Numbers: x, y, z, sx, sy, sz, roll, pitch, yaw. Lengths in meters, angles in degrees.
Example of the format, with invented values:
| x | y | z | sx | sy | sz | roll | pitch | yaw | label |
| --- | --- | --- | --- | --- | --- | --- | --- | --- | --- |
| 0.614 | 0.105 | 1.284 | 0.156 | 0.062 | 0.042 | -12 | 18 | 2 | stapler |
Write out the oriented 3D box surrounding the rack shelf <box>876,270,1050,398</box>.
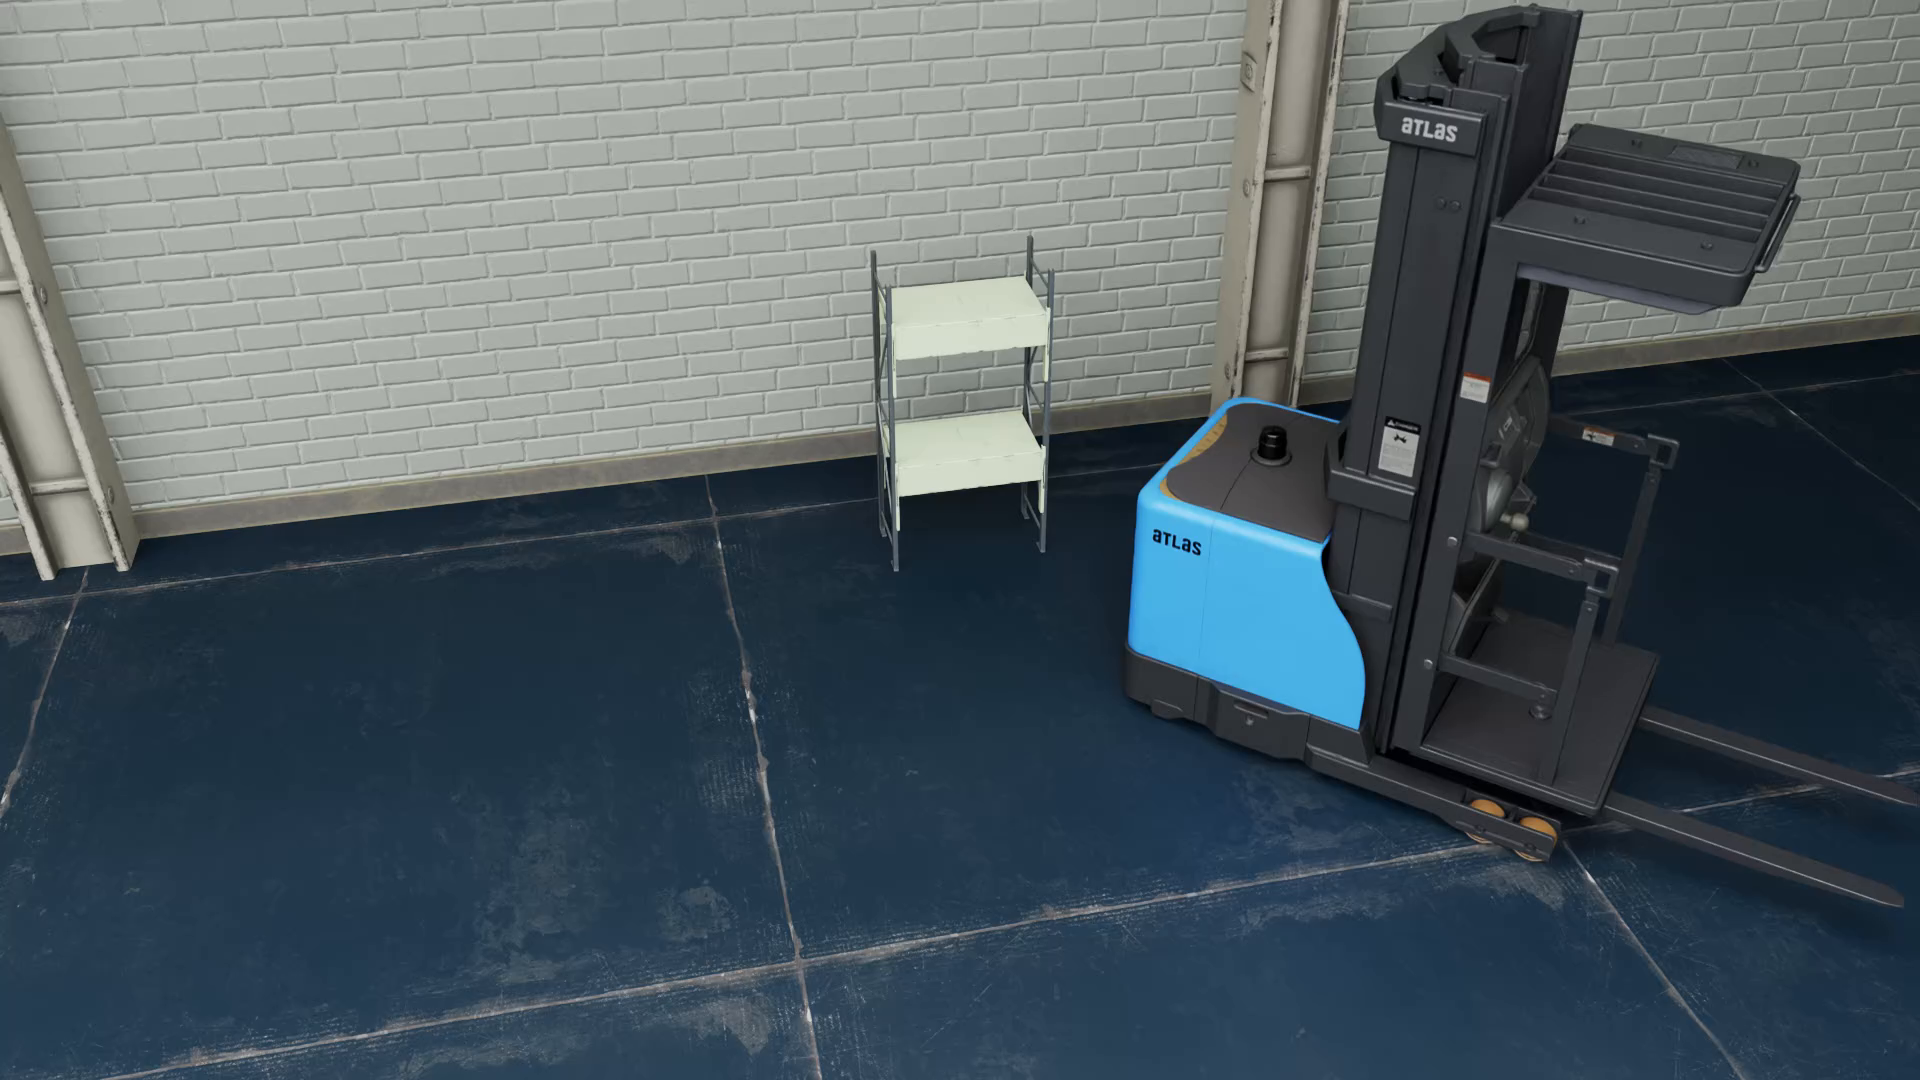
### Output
| x | y | z | sx | sy | sz | roll | pitch | yaw | label |
| --- | --- | --- | --- | --- | --- | --- | --- | --- | --- |
| 0.007 | -0.948 | 7.616 | 0.720 | 0.370 | 0.431 | -7 | 35 | -11 | rack shelf |

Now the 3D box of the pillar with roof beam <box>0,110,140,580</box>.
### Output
| x | y | z | sx | sy | sz | roll | pitch | yaw | label |
| --- | --- | --- | --- | --- | --- | --- | --- | --- | --- |
| -3.289 | -1.311 | 2.128 | 0.400 | 9.000 | 9.100 | -7 | 35 | -11 | pillar with roof beam |

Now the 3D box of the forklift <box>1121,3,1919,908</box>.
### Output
| x | y | z | sx | sy | sz | roll | pitch | yaw | label |
| --- | --- | --- | --- | --- | --- | --- | --- | --- | --- |
| 2.224 | -0.320 | 6.097 | 3.031 | 2.935 | 1.130 | 19 | 38 | 25 | forklift |

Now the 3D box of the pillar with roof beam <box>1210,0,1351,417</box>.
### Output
| x | y | z | sx | sy | sz | roll | pitch | yaw | label |
| --- | --- | --- | --- | --- | --- | --- | --- | --- | --- |
| 2.563 | -2.049 | 3.227 | 0.400 | 9.000 | 9.100 | -7 | 35 | -11 | pillar with roof beam |

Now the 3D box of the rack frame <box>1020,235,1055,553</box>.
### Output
| x | y | z | sx | sy | sz | roll | pitch | yaw | label |
| --- | --- | --- | --- | --- | --- | --- | --- | --- | --- |
| 0.363 | -0.669 | 7.900 | 0.023 | 1.500 | 0.400 | -7 | 35 | -11 | rack frame |

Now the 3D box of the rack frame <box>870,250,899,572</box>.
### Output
| x | y | z | sx | sy | sz | roll | pitch | yaw | label |
| --- | --- | --- | --- | --- | --- | --- | --- | --- | --- |
| -0.350 | -0.579 | 7.766 | 0.023 | 1.500 | 0.400 | -7 | 35 | -11 | rack frame |

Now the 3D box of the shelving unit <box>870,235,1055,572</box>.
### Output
| x | y | z | sx | sy | sz | roll | pitch | yaw | label |
| --- | --- | --- | --- | --- | --- | --- | --- | --- | --- |
| 0.007 | -0.624 | 7.833 | 0.755 | 1.500 | 0.431 | -7 | 35 | -11 | shelving unit |

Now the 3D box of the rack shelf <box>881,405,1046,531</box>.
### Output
| x | y | z | sx | sy | sz | roll | pitch | yaw | label |
| --- | --- | --- | --- | --- | --- | --- | --- | --- | --- |
| 0.007 | -0.353 | 8.015 | 0.720 | 0.370 | 0.431 | -7 | 35 | -11 | rack shelf |
